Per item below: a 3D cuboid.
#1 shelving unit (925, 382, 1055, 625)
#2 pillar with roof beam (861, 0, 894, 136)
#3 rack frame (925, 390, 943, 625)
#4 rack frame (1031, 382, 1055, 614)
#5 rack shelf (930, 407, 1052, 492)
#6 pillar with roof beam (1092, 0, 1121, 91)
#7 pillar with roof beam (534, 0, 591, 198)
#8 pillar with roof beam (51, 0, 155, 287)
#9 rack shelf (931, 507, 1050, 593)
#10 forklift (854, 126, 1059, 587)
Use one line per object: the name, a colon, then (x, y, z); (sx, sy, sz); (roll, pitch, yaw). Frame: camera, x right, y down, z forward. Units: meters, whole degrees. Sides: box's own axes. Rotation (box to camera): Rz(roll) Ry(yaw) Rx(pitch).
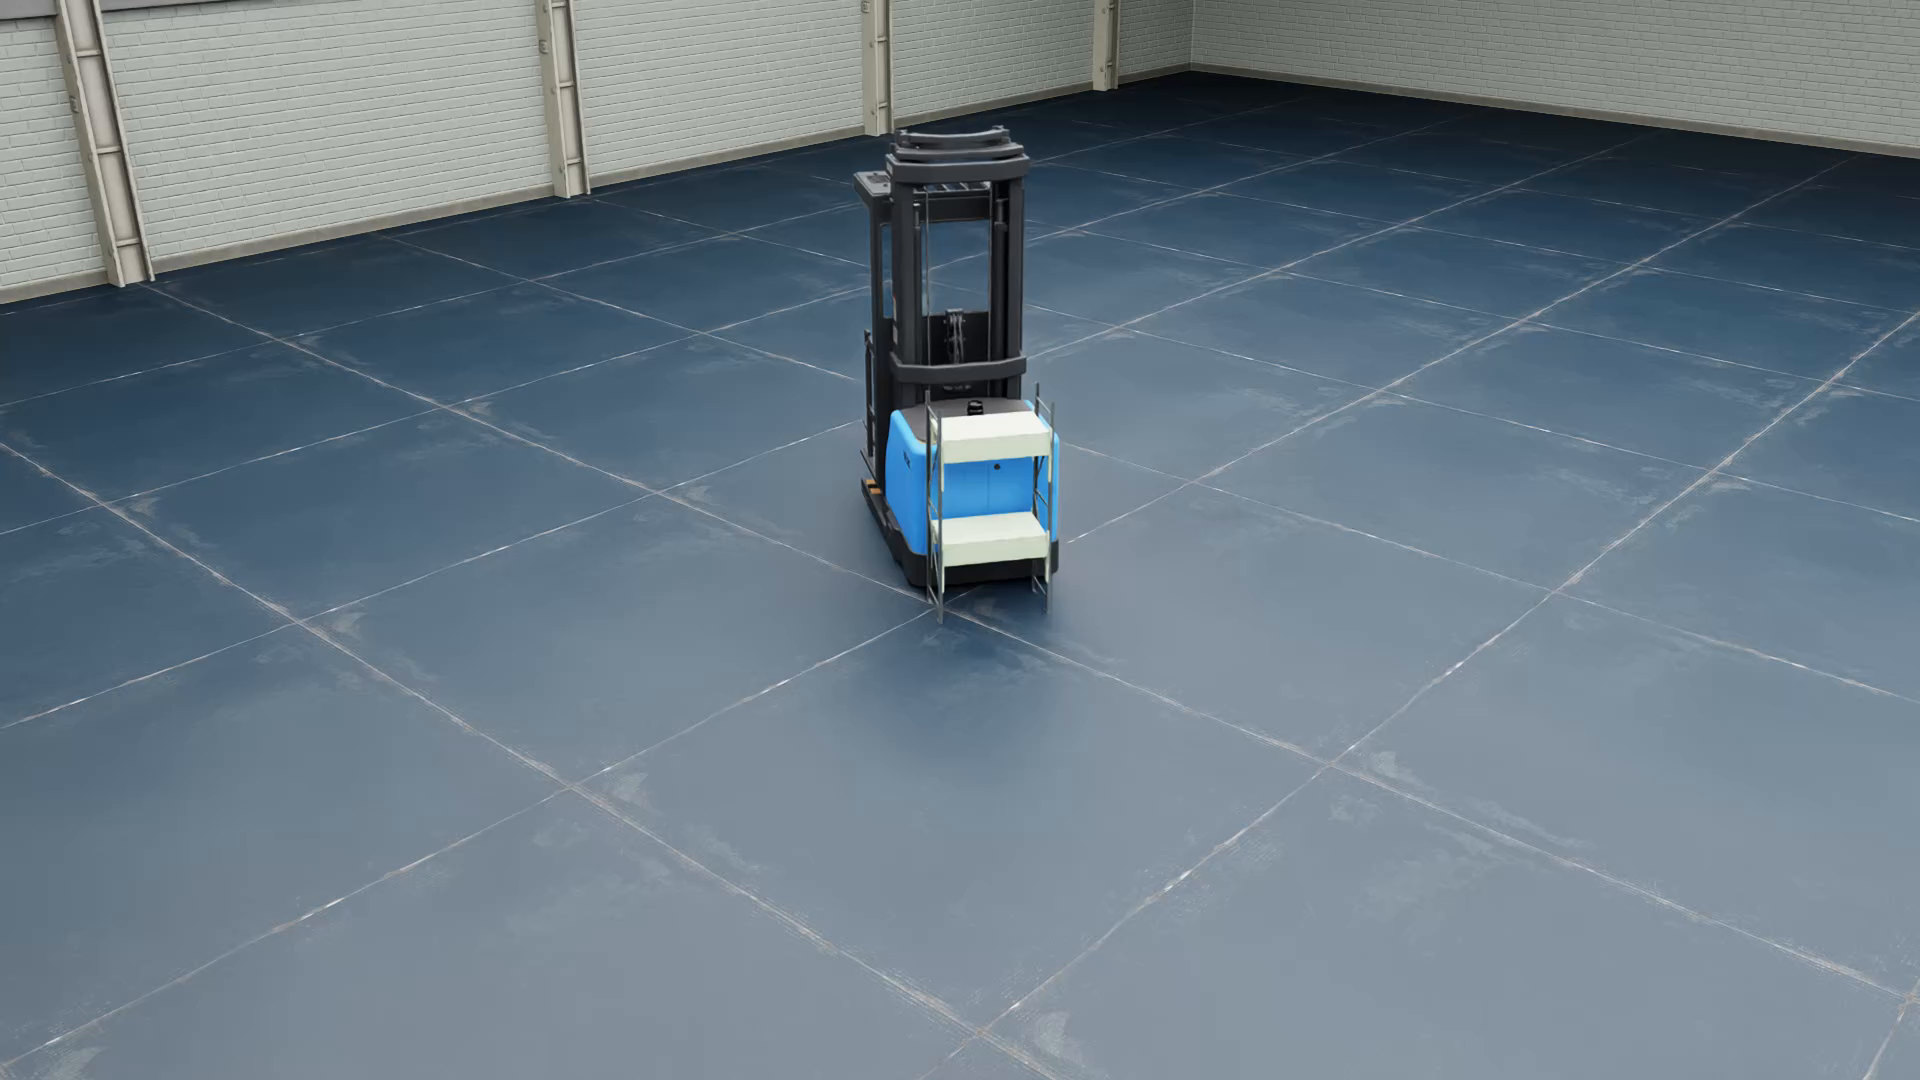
shelving unit: (0.189, -0.235, 10.911); (0.755, 1.500, 0.431); (-5, 25, -12)
pillar with roof beam: (1.894, -9.499, 22.408); (9.100, 9.000, 0.400); (20, 31, 38)
rack frame: (-0.168, -0.201, 10.836); (0.023, 1.500, 0.400); (-5, 25, -12)
rack frame: (0.546, -0.268, 10.986); (0.023, 1.500, 0.400); (-5, 25, -12)
rack shelf: (0.189, -0.591, 10.752); (0.720, 0.370, 0.431); (-5, 25, -12)
pillar with roof beam: (5.899, -11.327, 26.485); (9.100, 9.000, 0.400); (20, 31, 38)
pillar with roof beam: (-2.110, -7.671, 18.330); (9.100, 9.000, 0.400); (20, 31, 38)
pillar with roof beam: (-6.114, -5.843, 14.253); (9.100, 9.000, 0.400); (20, 31, 38)
rack shelf: (0.189, 0.063, 11.045); (0.720, 0.370, 0.431); (-5, 25, -12)
forklift: (-0.145, -1.595, 12.197); (1.130, 2.935, 3.031); (-5, 25, -12)
